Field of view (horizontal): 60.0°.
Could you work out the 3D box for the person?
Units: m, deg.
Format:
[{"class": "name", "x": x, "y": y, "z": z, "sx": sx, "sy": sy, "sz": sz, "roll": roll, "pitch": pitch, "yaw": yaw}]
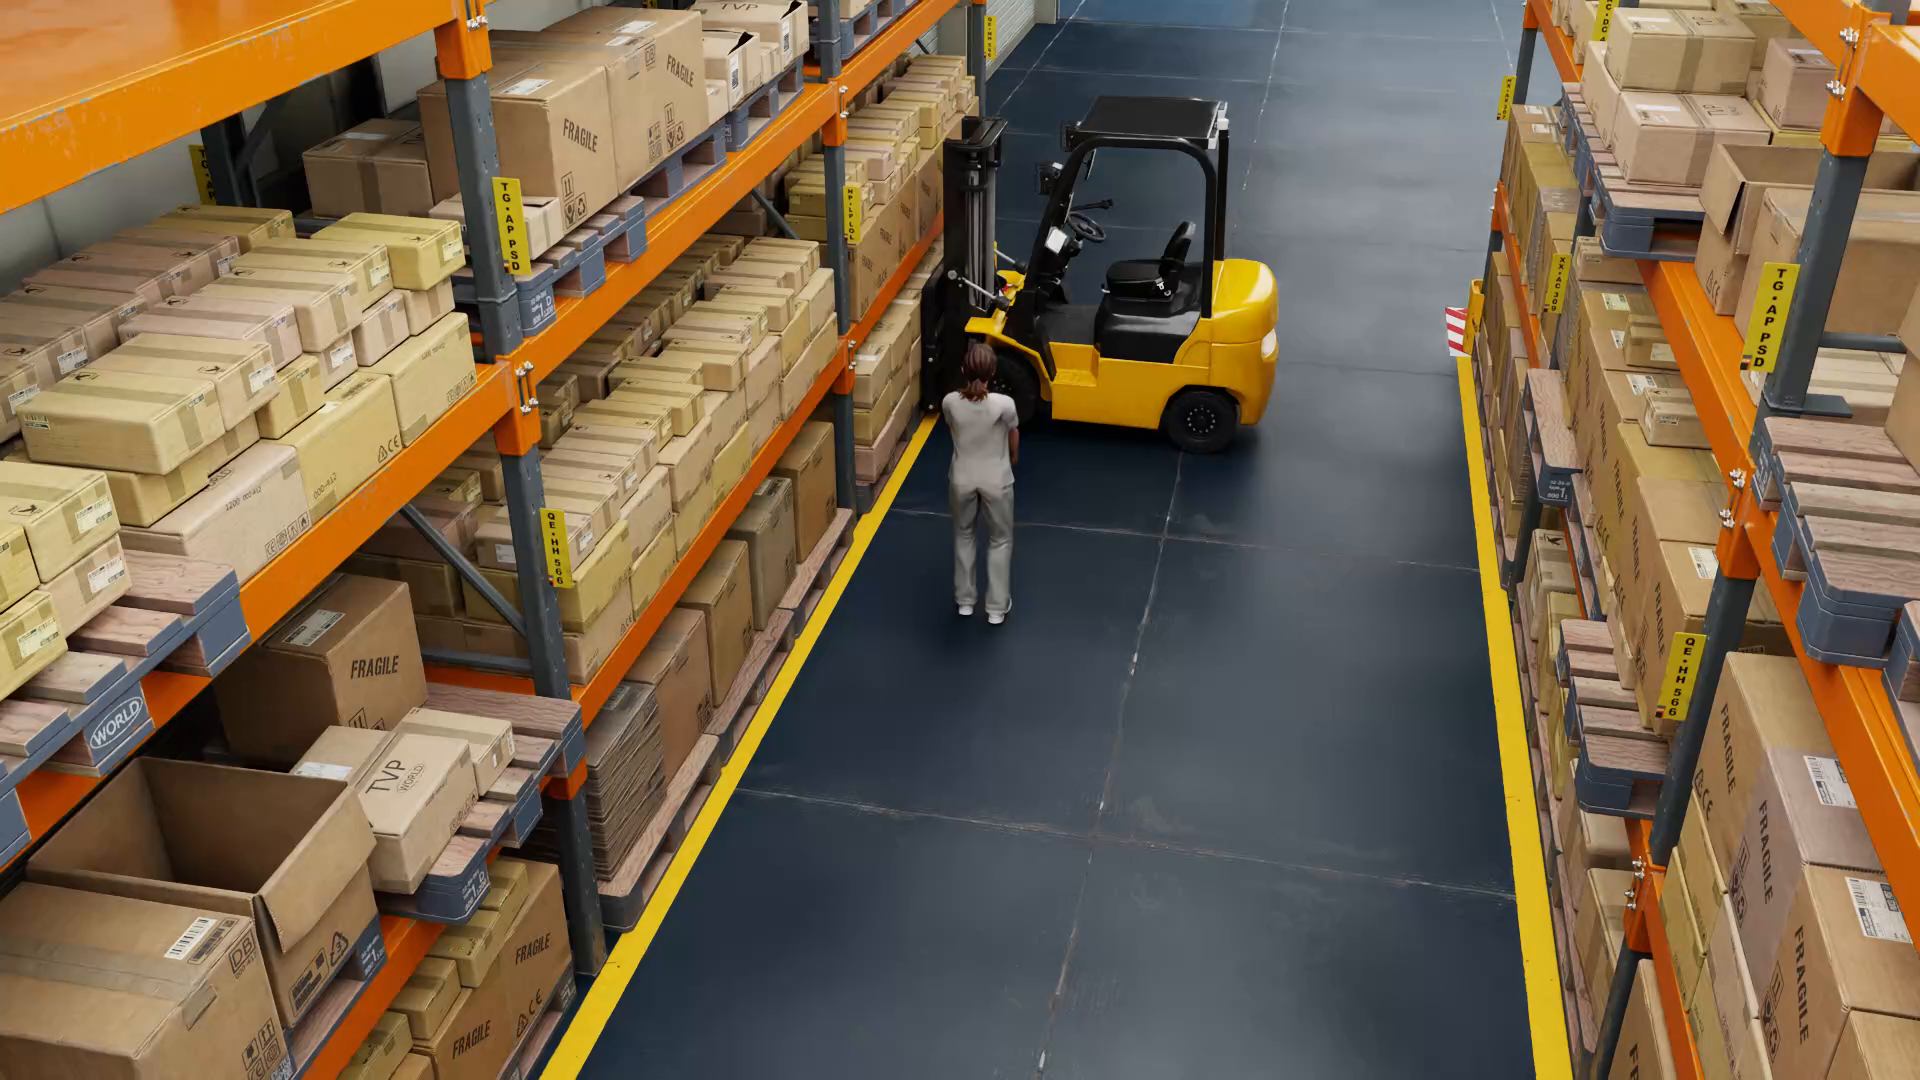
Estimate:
[{"class": "person", "x": 0.124, "y": -0.345, "z": 9.253, "sx": 0.409, "sy": 1.668, "sz": 0.525, "roll": 6, "pitch": 29, "yaw": 10}]
